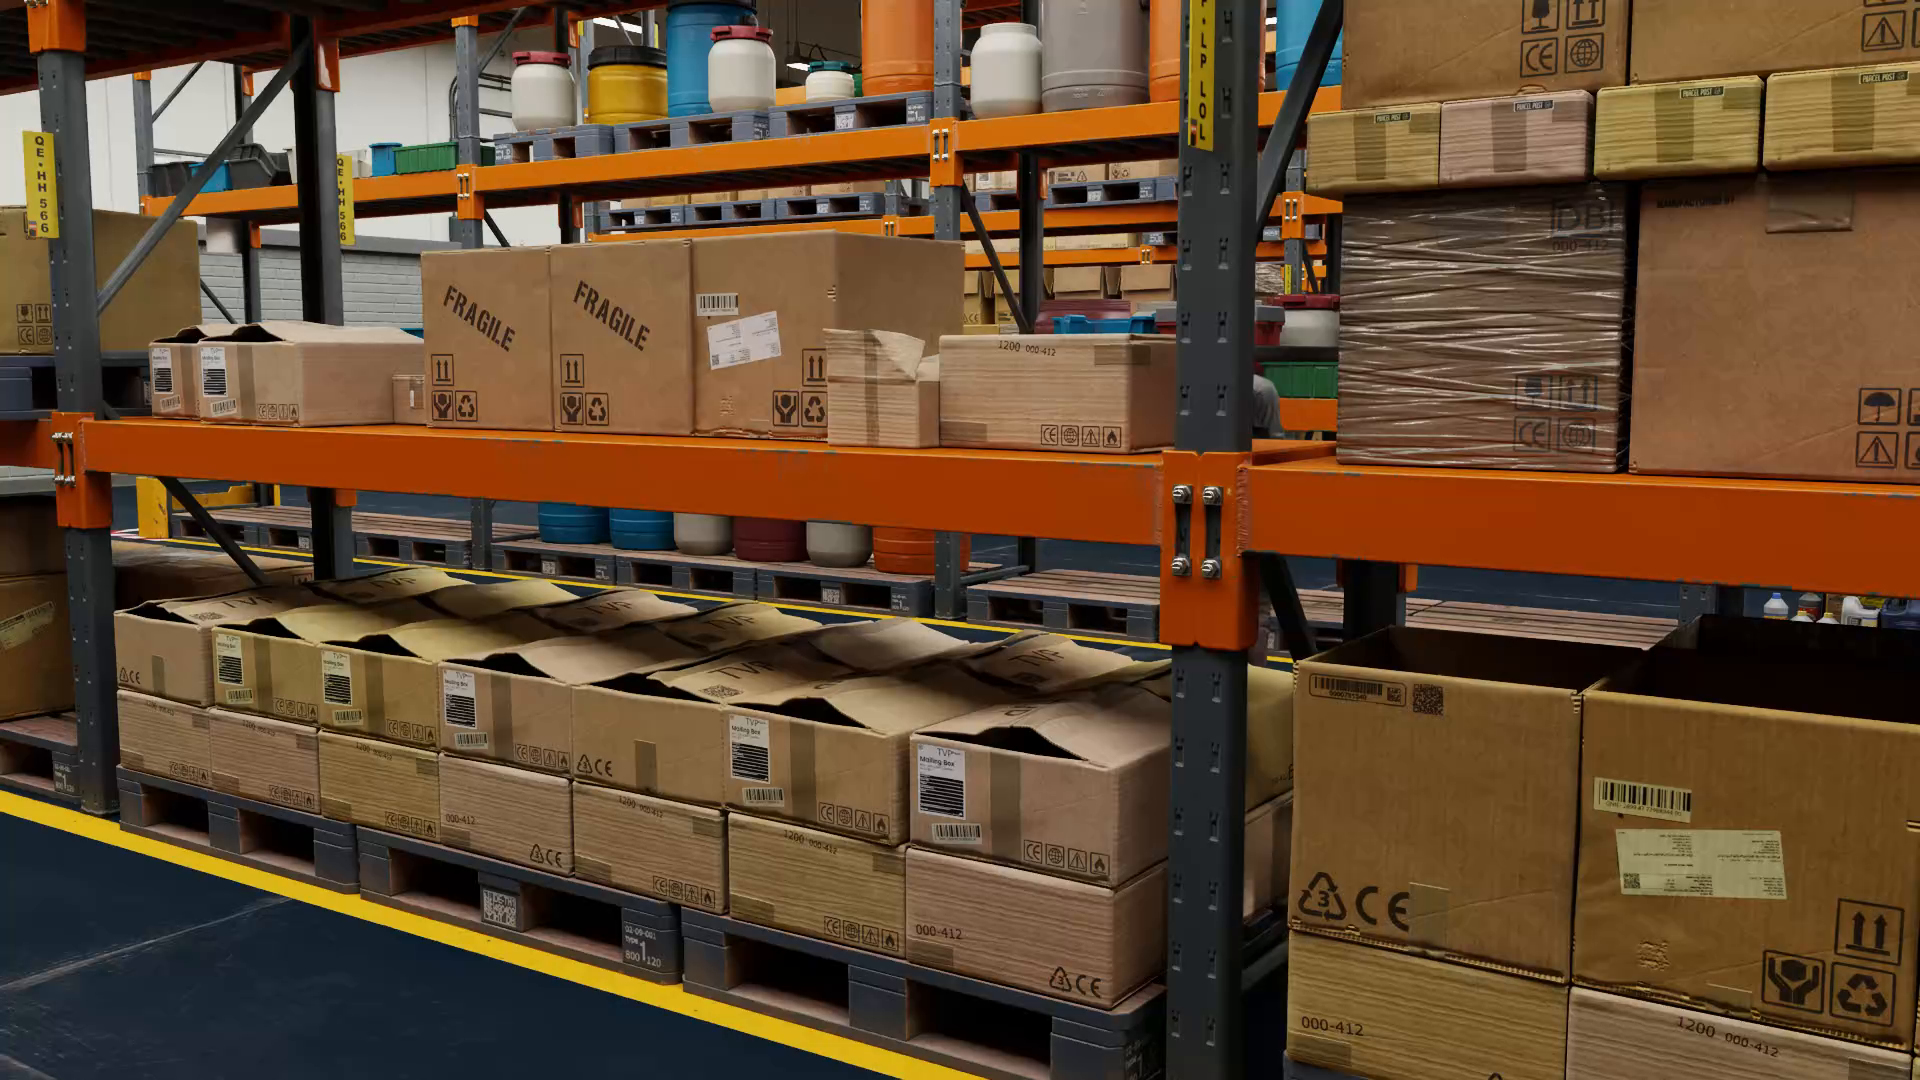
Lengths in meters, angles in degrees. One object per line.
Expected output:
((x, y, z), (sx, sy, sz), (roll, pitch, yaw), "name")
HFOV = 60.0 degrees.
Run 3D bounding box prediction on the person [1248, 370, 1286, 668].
((1.100, -0.097, 6.796), (0.495, 1.717, 0.554), (4, 8, 34), "person")
